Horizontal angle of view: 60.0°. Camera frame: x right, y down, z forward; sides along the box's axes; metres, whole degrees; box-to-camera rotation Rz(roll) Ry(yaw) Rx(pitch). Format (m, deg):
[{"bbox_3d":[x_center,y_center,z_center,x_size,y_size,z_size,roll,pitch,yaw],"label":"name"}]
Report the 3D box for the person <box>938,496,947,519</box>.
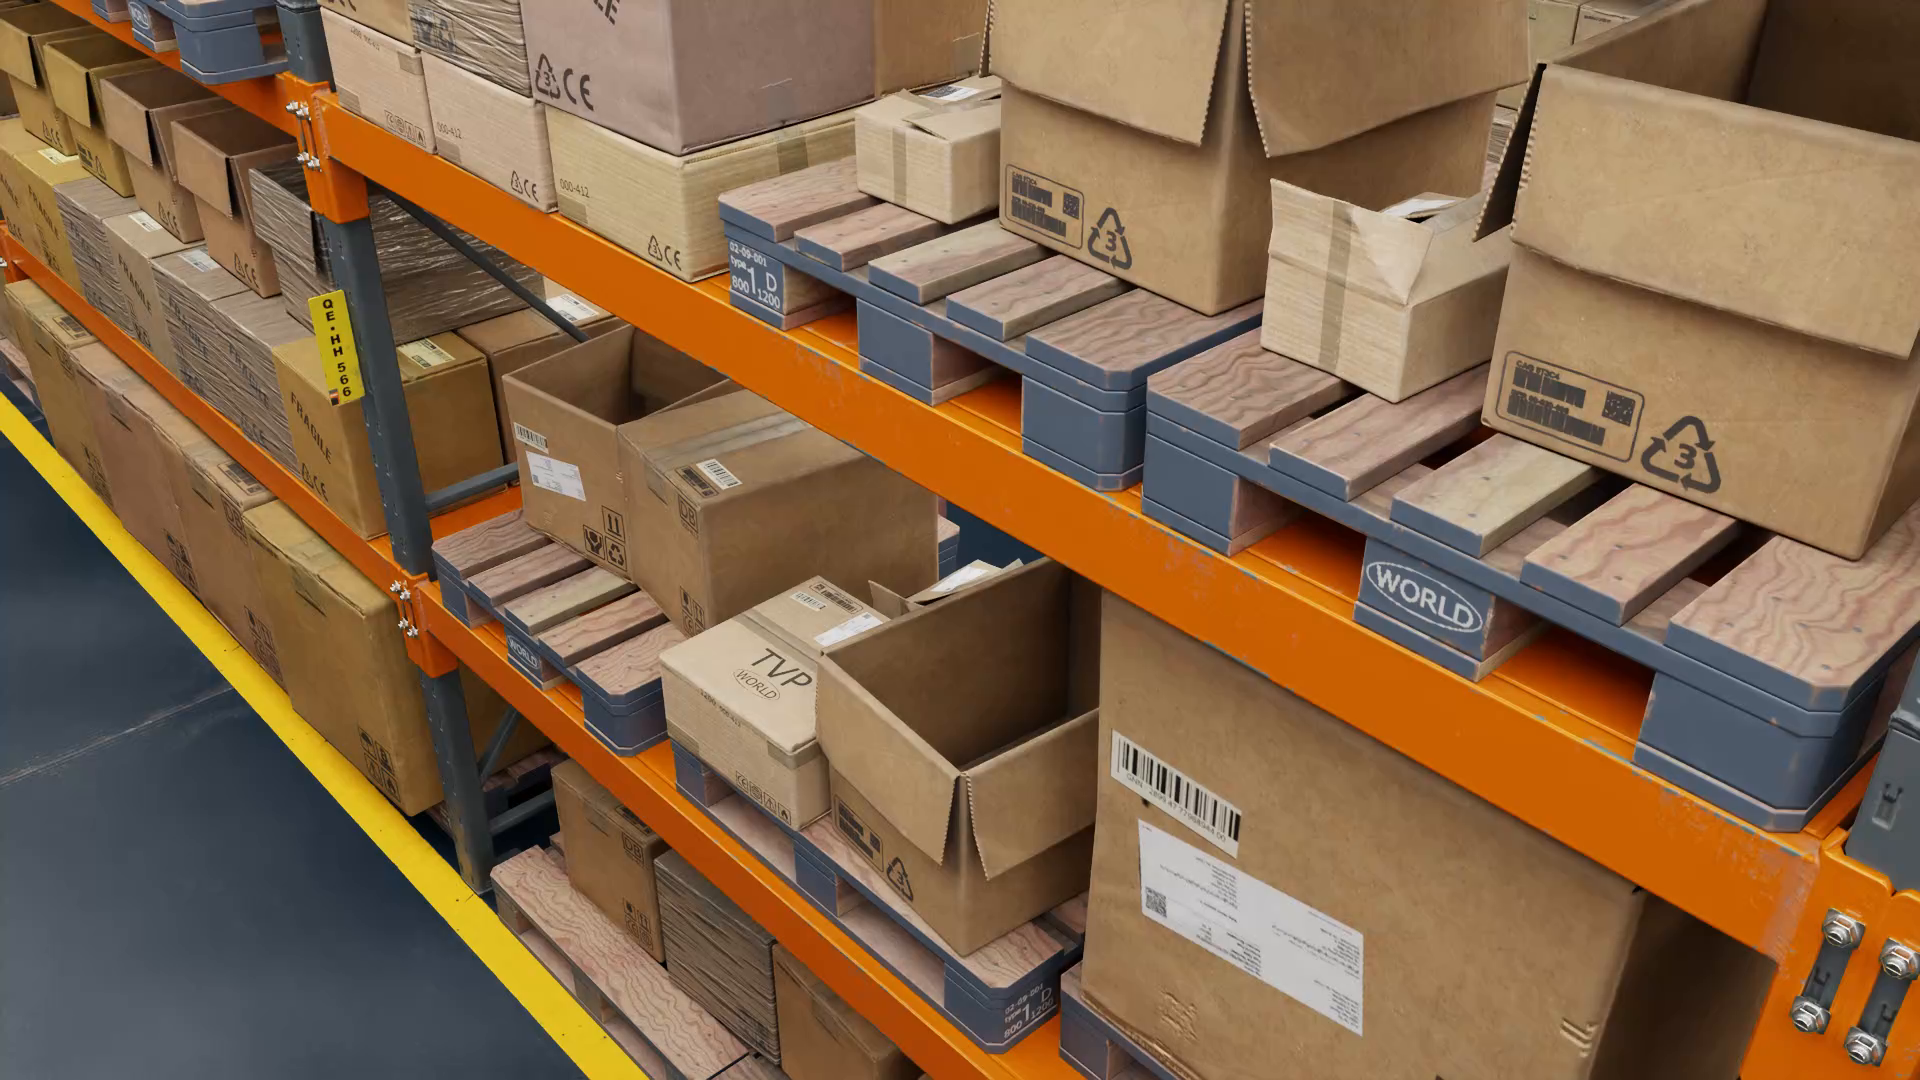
[{"bbox_3d":[-0.269,-0.545,7.015,0.417,1.671,0.519,27,41,36],"label":"person"}]
